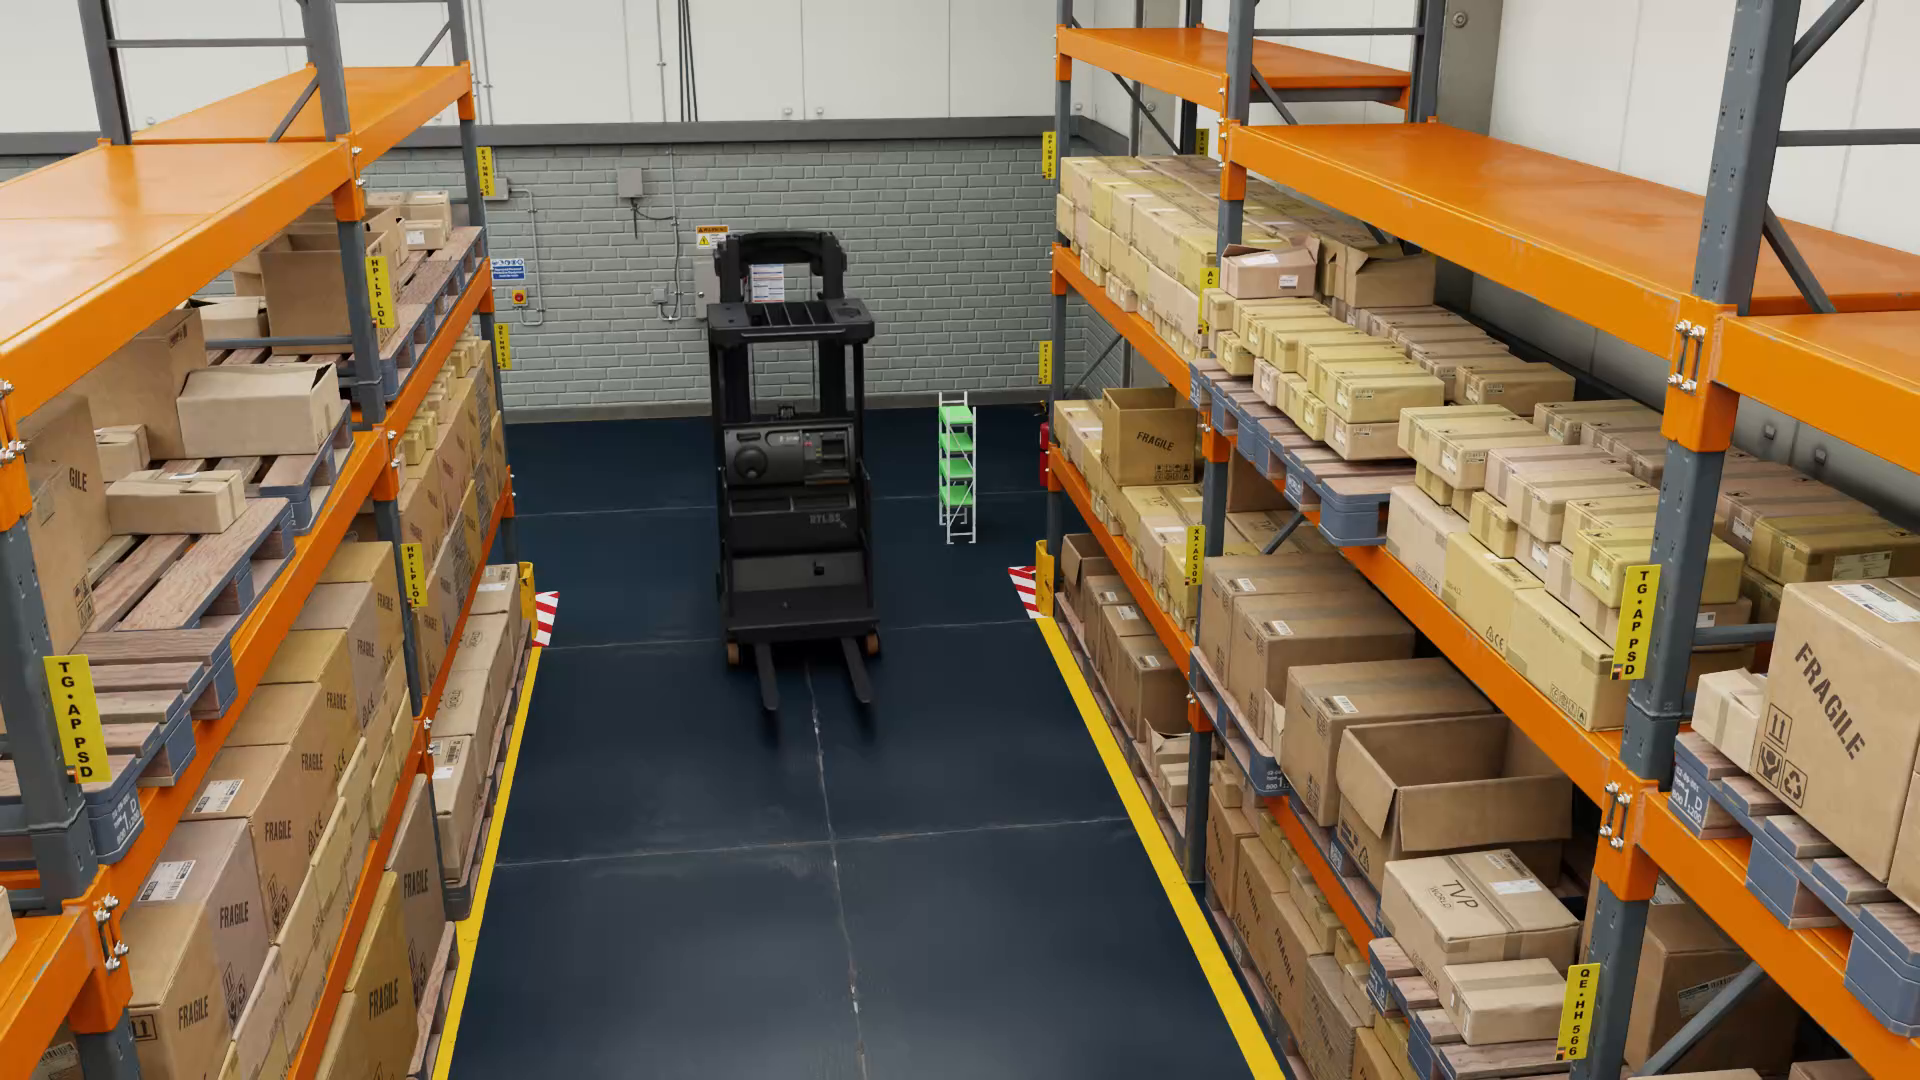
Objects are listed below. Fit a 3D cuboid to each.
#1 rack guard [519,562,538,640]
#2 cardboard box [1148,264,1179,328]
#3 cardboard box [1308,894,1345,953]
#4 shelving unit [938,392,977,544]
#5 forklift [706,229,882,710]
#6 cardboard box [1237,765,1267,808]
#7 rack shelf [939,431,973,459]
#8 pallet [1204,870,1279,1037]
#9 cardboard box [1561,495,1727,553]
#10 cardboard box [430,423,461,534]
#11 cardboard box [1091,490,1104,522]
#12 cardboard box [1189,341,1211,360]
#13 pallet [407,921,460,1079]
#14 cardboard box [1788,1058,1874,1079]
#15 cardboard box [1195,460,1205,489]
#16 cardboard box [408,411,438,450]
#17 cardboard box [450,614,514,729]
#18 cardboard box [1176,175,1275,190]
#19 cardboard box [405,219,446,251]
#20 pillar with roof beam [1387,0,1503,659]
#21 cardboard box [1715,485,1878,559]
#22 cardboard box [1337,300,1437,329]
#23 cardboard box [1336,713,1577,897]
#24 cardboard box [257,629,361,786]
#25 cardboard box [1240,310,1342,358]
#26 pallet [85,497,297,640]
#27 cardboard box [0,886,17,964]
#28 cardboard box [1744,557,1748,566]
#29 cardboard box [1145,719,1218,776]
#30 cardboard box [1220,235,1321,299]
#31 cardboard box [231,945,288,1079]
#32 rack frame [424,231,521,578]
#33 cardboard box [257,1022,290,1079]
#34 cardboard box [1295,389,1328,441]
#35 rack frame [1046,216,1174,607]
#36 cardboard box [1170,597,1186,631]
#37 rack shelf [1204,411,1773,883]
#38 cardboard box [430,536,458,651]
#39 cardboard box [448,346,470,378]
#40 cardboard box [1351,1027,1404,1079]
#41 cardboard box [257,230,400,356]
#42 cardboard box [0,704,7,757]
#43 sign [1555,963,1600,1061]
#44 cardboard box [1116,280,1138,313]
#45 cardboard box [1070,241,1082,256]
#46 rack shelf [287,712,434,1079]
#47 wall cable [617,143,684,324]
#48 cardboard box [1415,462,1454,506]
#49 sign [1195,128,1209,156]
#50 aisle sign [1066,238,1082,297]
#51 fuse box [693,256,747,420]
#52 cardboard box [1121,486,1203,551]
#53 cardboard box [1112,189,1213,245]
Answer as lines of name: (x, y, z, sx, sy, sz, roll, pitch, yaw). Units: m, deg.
rack guard: (-3.744, 0.485, 12.278, 1.175, 0.500, 0.348, -3, 21, -8)
cardboard box: (1.344, -1.353, 9.128, 0.500, 0.250, 0.500, -4, 21, -10)
cardboard box: (1.786, 1.712, 7.464, 0.380, 0.149, 0.250, -2, 21, -6)
shelving unit: (-0.024, -0.619, 14.234, 0.258, 1.200, 0.503, -3, 21, -8)
forklift: (-1.180, -0.612, 11.740, 1.130, 2.935, 3.031, -4, 21, -10)
cardboard box: (1.620, 1.211, 8.380, 0.380, 0.149, 0.250, -4, 21, -10)
rack shelf: (-0.024, -0.784, 14.172, 0.258, 0.148, 0.480, -3, 21, -8)
pallet: (1.902, 2.041, 8.523, 1.003, 0.211, 1.213, -3, 21, -8)
cardboard box: (2.048, -0.021, 4.993, 0.380, 0.149, 0.250, -4, 21, -10)
cardboard box: (-3.122, -0.339, 9.338, 0.500, 0.500, 0.500, -3, 21, -7)
cardboard box: (1.083, -0.236, 10.994, 0.380, 0.149, 0.250, -4, 21, -9)
cardboard box: (1.403, -0.942, 8.597, 0.380, 0.149, 0.250, -3, 21, -8)
pallet: (-2.978, 2.277, 7.893, 1.003, 0.211, 1.213, -3, 21, -8)
cardboard box: (2.571, 1.592, 4.671, 0.380, 0.149, 0.250, -2, 21, -6)
cardboard box: (1.714, -0.322, 10.654, 0.500, 0.250, 0.500, -3, 21, -8)
cardboard box: (-3.069, -0.592, 9.088, 0.380, 0.149, 0.250, -4, 21, -9)
cardboard box: (-3.406, 0.865, 10.748, 0.875, 0.438, 0.875, -2, 21, -6)
cardboard box: (1.670, -2.140, 10.521, 0.500, 0.250, 0.500, -3, 21, -7)
cardboard box: (-3.447, -1.917, 10.464, 0.380, 0.149, 0.250, -5, 21, -12)
pillar with roof beam: (-1.721, -2.425, 7.921, 9.100, 9.000, 0.400, -3, 21, -8)
cardboard box: (2.537, -0.052, 5.074, 0.380, 0.149, 0.250, -3, 21, -7)
cardboard box: (1.965, -1.029, 7.663, 0.380, 0.149, 0.250, -3, 21, -7)
cardboard box: (1.905, 1.039, 6.473, 0.797, 0.503, 0.637, -3, 21, -9)
cardboard box: (-2.716, 0.689, 6.587, 0.500, 0.500, 0.500, -2, 21, -6)
cardboard box: (1.460, -0.911, 7.346, 0.380, 0.149, 0.250, -3, 21, -9)
pallet: (-2.897, 0.168, 5.537, 1.003, 0.211, 1.213, -2, 21, -5)
cardboard box: (-2.334, 0.903, 3.658, 0.380, 0.149, 0.250, -3, 21, -8)
cardboard box: (2.488, 0.093, 5.113, 0.380, 0.149, 0.250, -3, 21, -8)
cardboard box: (1.325, 1.238, 9.997, 0.396, 0.266, 0.258, -2, 21, -6)
cardboard box: (1.445, -1.287, 7.762, 0.396, 0.266, 0.258, -3, 21, -8)
cardboard box: (-2.490, 1.561, 5.324, 0.500, 0.250, 0.500, -2, 21, -6)
rack frame: (-3.741, -0.678, 11.819, 1.000, 3.000, 0.127, -3, 21, -8)
cardboard box: (-2.501, 1.803, 5.390, 0.500, 0.250, 0.500, -4, 21, -9)
cardboard box: (1.574, -0.510, 6.699, 0.380, 0.149, 0.250, -2, 21, -6)
rack frame: (1.171, -0.930, 12.492, 1.000, 3.000, 0.127, -3, 21, -8)
cardboard box: (1.392, 0.386, 9.328, 0.380, 0.149, 0.250, -2, 21, -6)
rack shelf: (2.035, 0.079, 6.531, 1.077, 0.370, 4.000, -3, 21, -8)
cardboard box: (-3.041, 0.310, 9.031, 0.500, 0.500, 0.500, -3, 21, -7)
cardboard box: (-3.314, -1.122, 10.508, 0.380, 0.149, 0.250, -2, 21, -7)
cardboard box: (1.910, 2.324, 6.753, 0.500, 0.500, 0.500, -2, 21, -5)
cardboard box: (-3.041, -1.203, 8.051, 0.500, 0.500, 0.500, -3, 21, -7)
cardboard box: (-2.791, 0.319, 4.115, 0.797, 0.503, 0.637, -4, 21, -11)
sign: (1.788, 1.365, 4.806, 0.100, 0.325, 0.005, -3, 21, -8)
cardboard box: (1.152, -1.473, 10.020, 0.380, 0.149, 0.250, -2, 21, -7)
cardboard box: (0.986, -2.095, 11.685, 0.380, 0.149, 0.250, -2, 21, -7)
rack shelf: (-2.876, 1.736, 6.383, 1.077, 0.370, 4.000, -3, 21, -8)
wall cable: (-3.175, -3.181, 17.067, 0.588, 1.984, 0.122, -3, 21, -8)
cardboard box: (1.875, -0.239, 6.001, 0.380, 0.149, 0.250, -2, 21, -6)
sign: (1.723, -2.771, 11.869, 0.100, 0.325, 0.005, -3, 21, -8)
aisle sign: (0.870, -2.156, 12.061, 0.394, 0.787, 0.004, -3, 21, -8)
fuse box: (-2.477, -2.081, 17.417, 0.539, 1.711, 0.414, -3, 21, -8)
cardboard box: (1.287, -0.124, 10.124, 0.500, 0.250, 0.500, -3, 21, -8)
cardboard box: (1.210, -1.946, 10.000, 0.500, 0.250, 0.500, -2, 21, -6)
